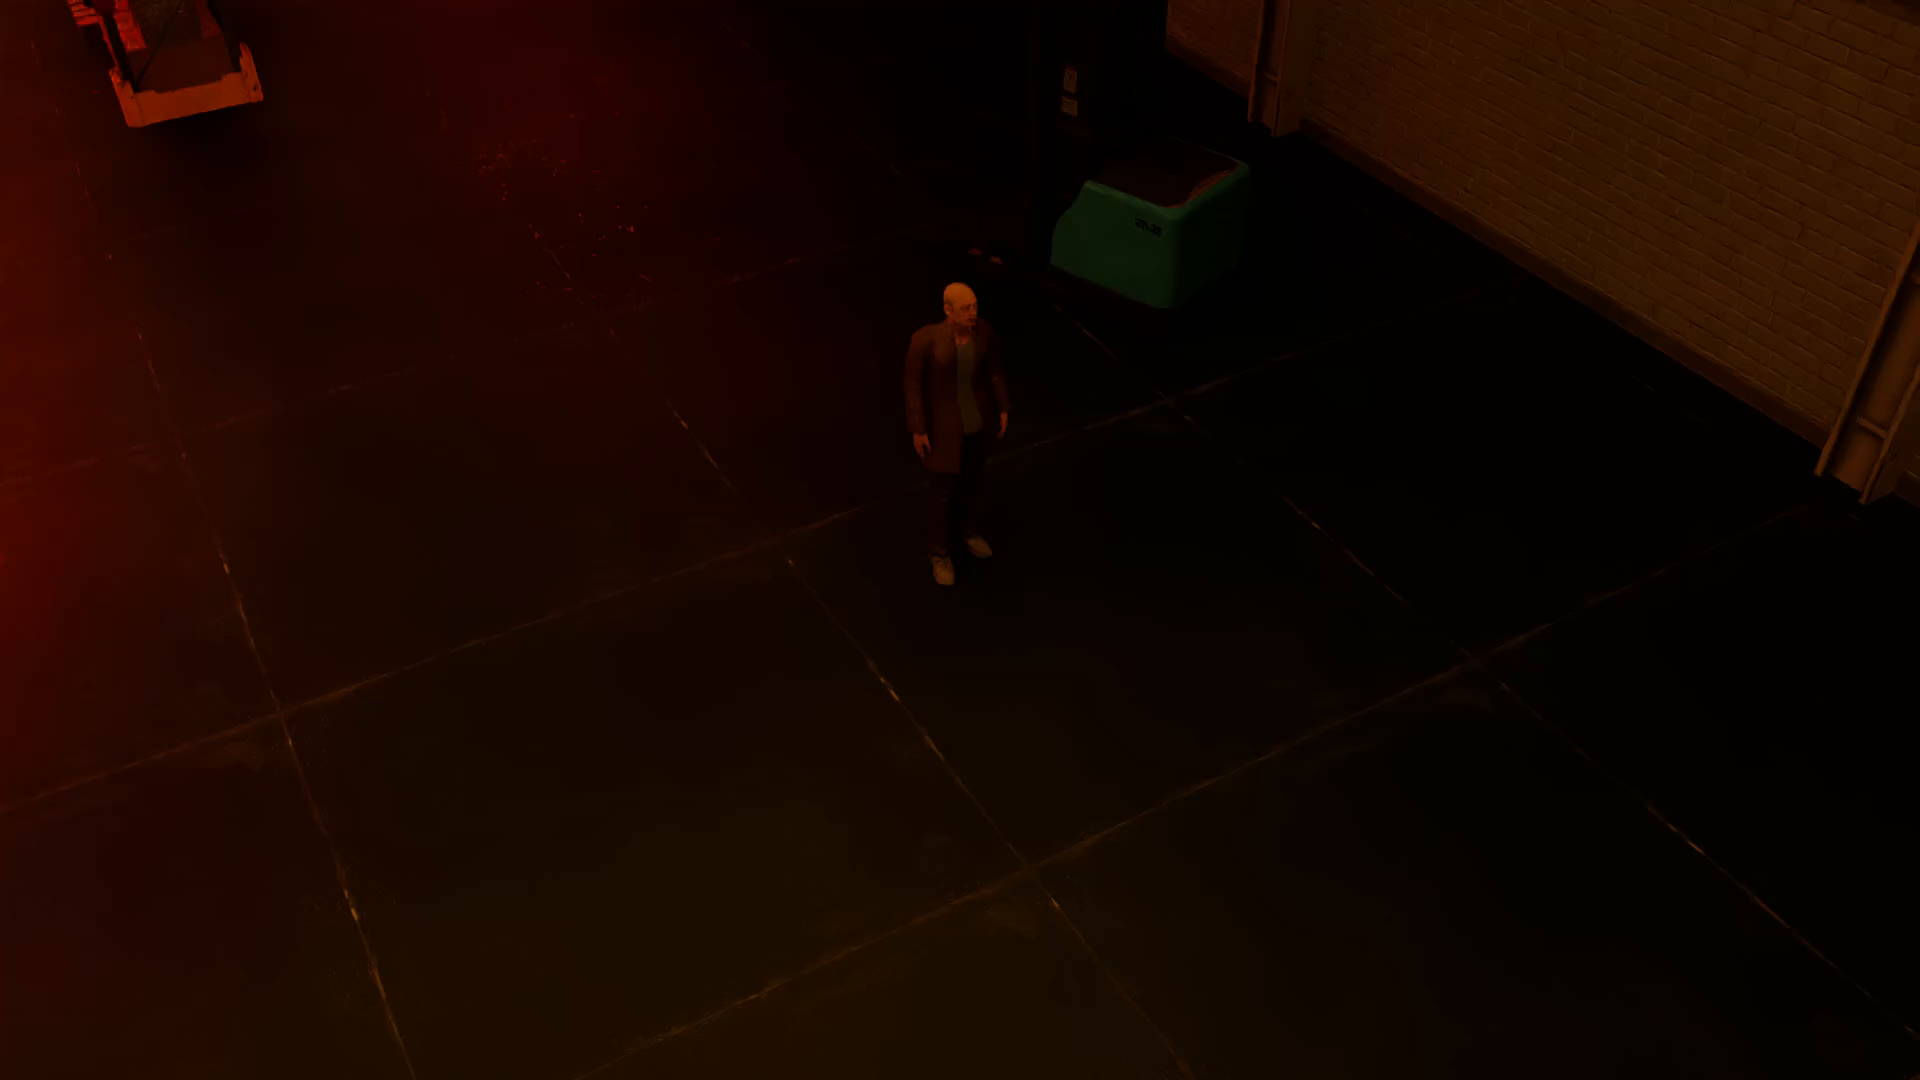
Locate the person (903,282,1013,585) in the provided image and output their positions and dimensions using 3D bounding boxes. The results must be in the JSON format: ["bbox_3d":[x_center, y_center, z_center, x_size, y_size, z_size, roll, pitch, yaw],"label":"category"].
[{"bbox_3d":[0.042,-0.637,9.698,0.694,1.776,0.580,-20,44,-23],"label":"person"}]

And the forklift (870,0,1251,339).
[{"bbox_3d":[0.646,-3.365,12.093,3.031,2.935,1.130,28,47,30],"label":"forklift"}]
